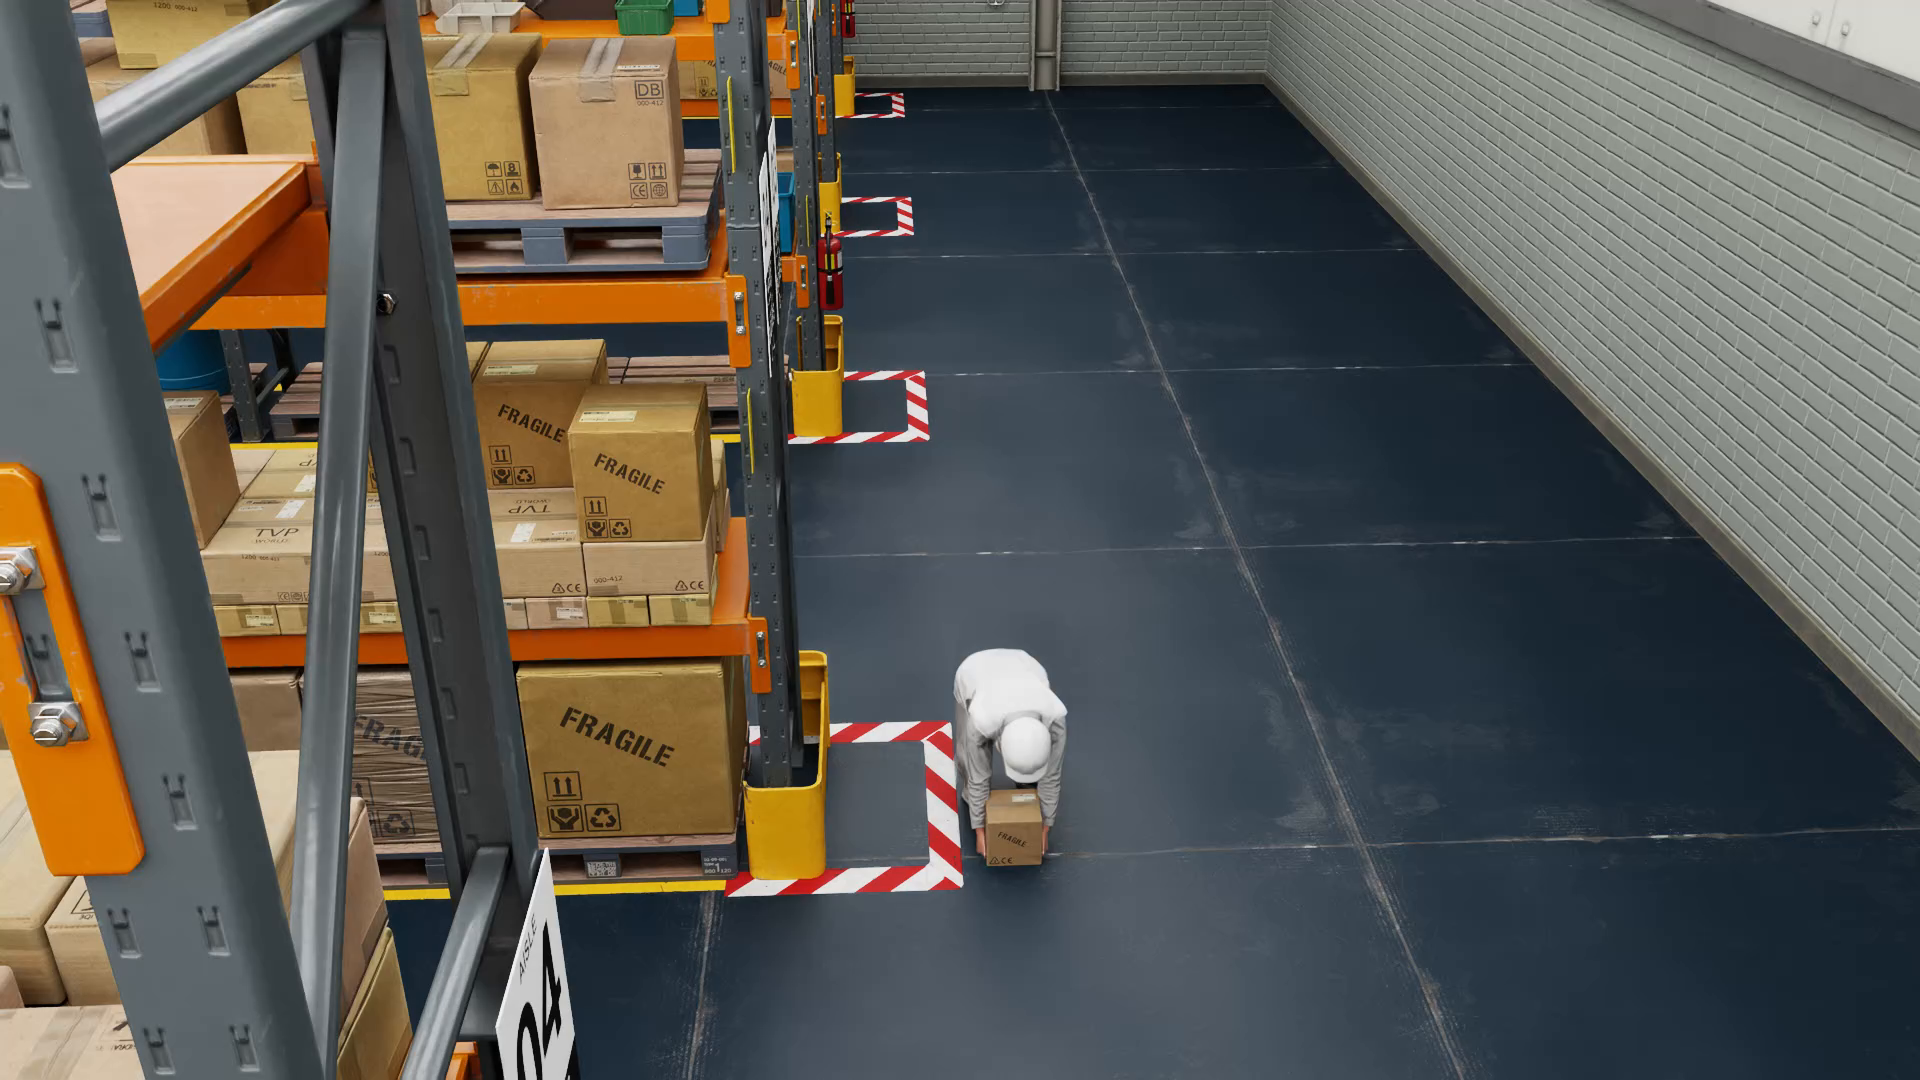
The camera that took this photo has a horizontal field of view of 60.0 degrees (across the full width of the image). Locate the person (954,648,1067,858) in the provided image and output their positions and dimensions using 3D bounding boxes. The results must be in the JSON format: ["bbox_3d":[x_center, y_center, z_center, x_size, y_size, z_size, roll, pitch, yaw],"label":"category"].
[{"bbox_3d":[0.231,0.977,7.811,0.504,0.791,0.988,-2,27,-4],"label":"person"}]
